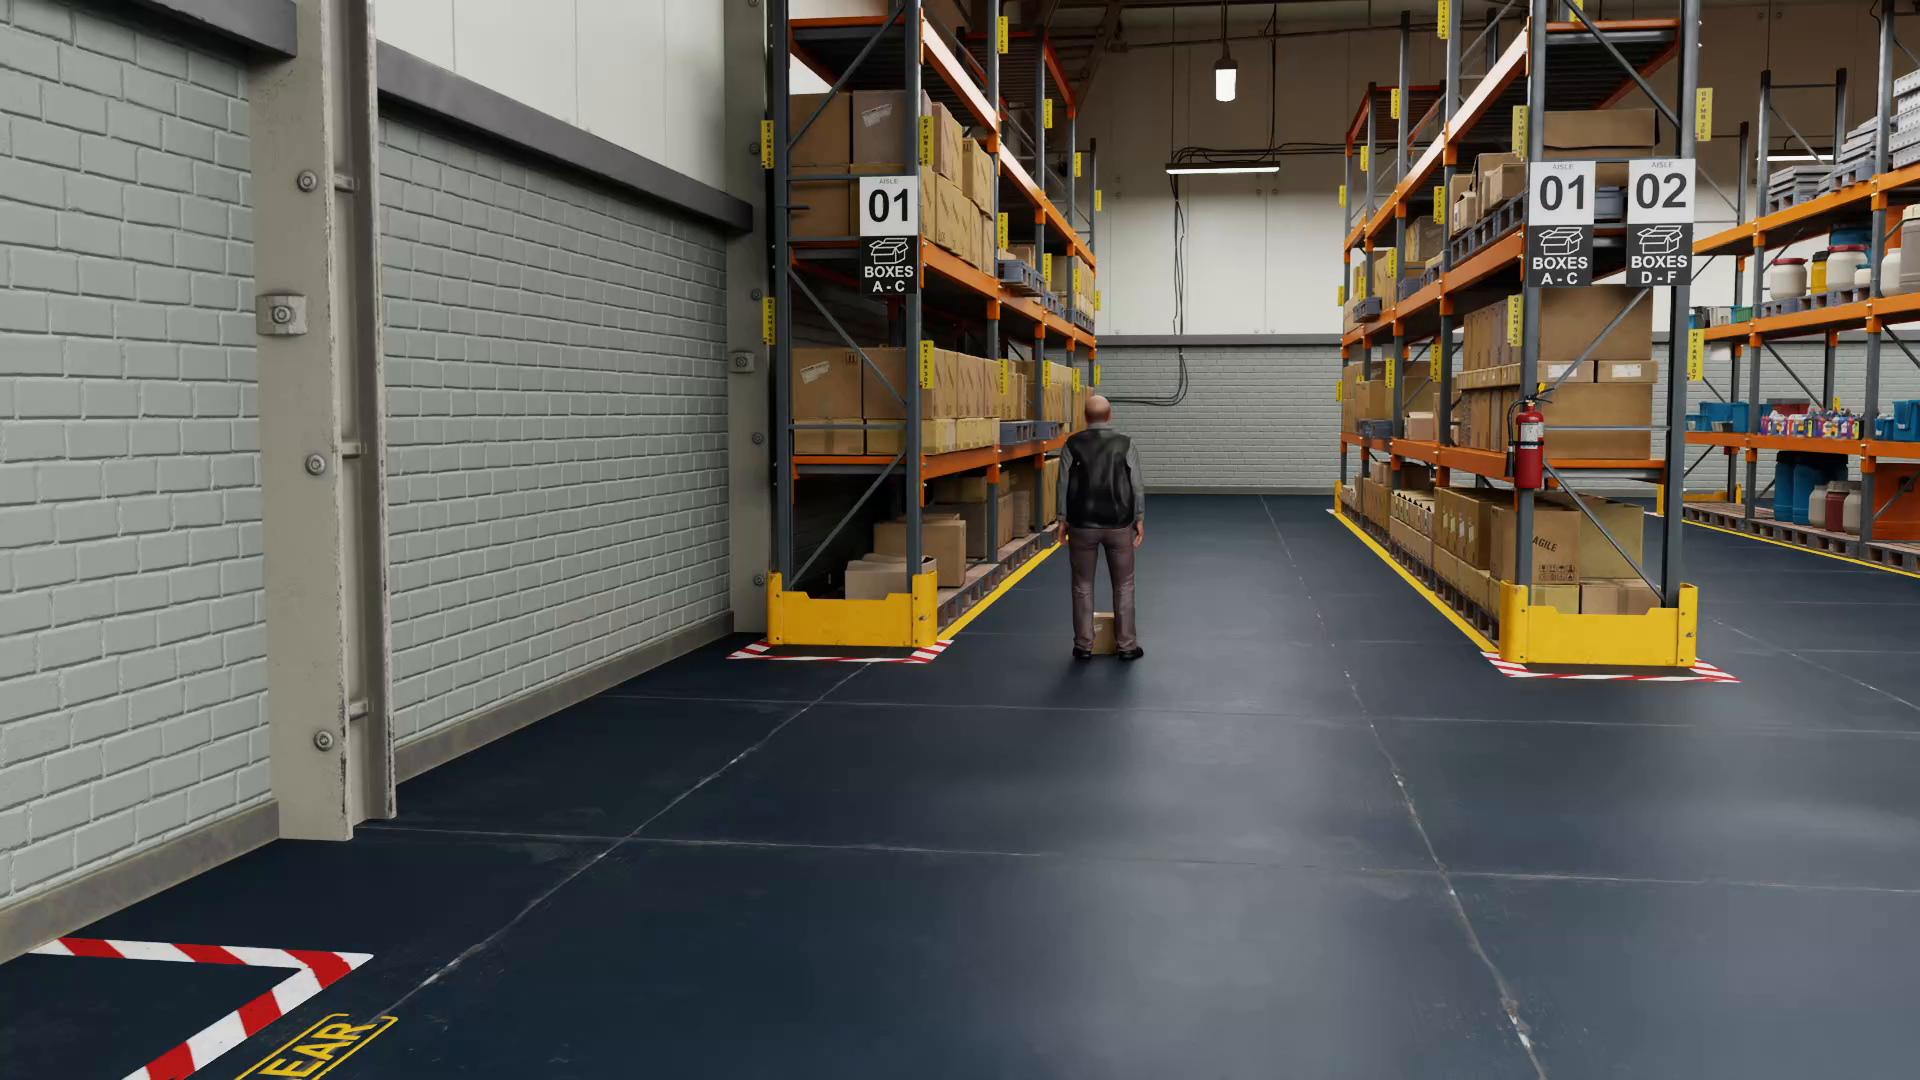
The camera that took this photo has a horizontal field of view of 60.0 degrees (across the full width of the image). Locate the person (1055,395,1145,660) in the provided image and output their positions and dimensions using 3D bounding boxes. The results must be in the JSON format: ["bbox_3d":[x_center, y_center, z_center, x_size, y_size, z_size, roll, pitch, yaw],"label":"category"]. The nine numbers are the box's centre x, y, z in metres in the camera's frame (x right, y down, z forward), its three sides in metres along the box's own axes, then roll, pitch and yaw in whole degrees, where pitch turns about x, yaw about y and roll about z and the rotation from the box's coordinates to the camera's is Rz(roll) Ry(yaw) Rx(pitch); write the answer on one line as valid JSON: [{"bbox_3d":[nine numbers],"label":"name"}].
[{"bbox_3d":[0.916,-0.083,10.860,0.586,1.720,0.421,0,4,5],"label":"person"}]
